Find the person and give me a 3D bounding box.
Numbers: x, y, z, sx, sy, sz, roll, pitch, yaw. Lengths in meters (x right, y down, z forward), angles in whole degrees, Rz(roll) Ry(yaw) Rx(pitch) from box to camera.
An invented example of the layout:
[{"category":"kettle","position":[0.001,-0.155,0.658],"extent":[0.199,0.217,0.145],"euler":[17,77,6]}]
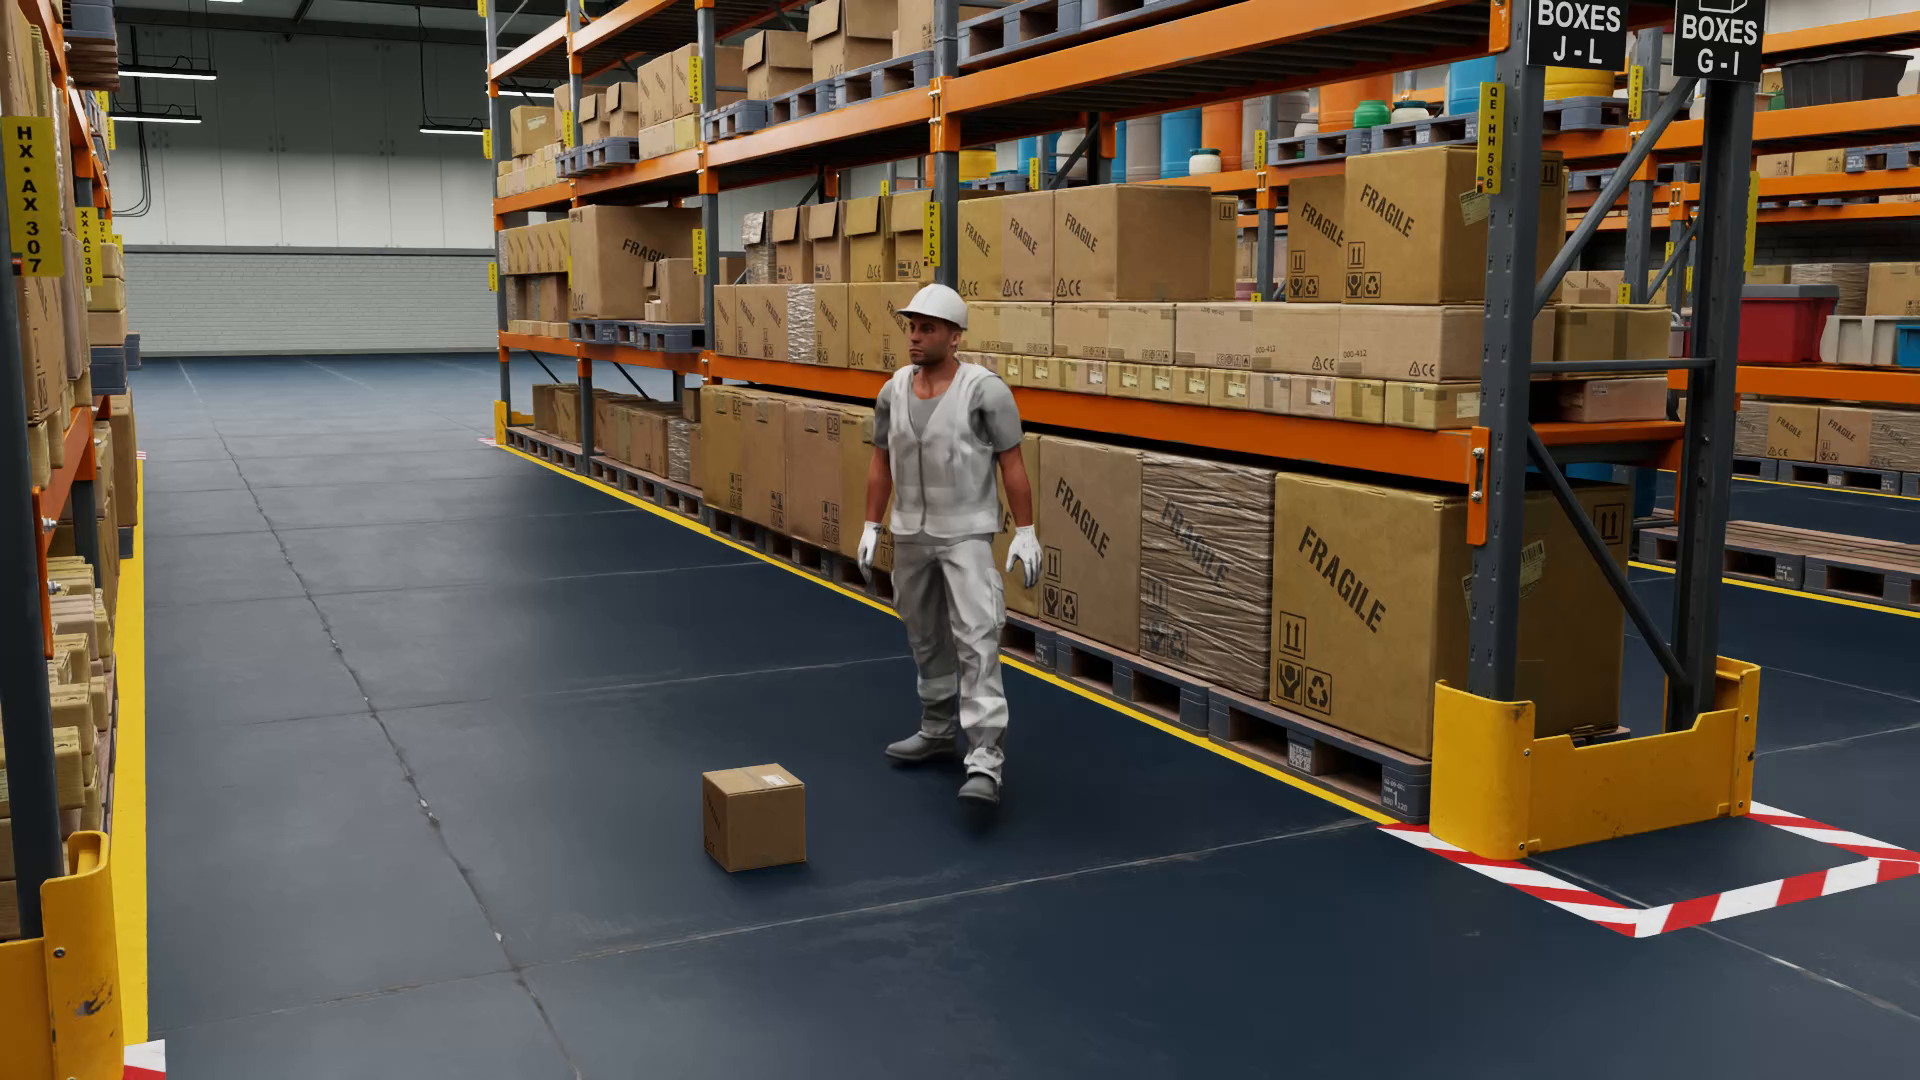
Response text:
[{"category":"person","position":[-0.061,0.003,5.718],"extent":[0.777,1.750,0.853],"euler":[5,10,30]}]
